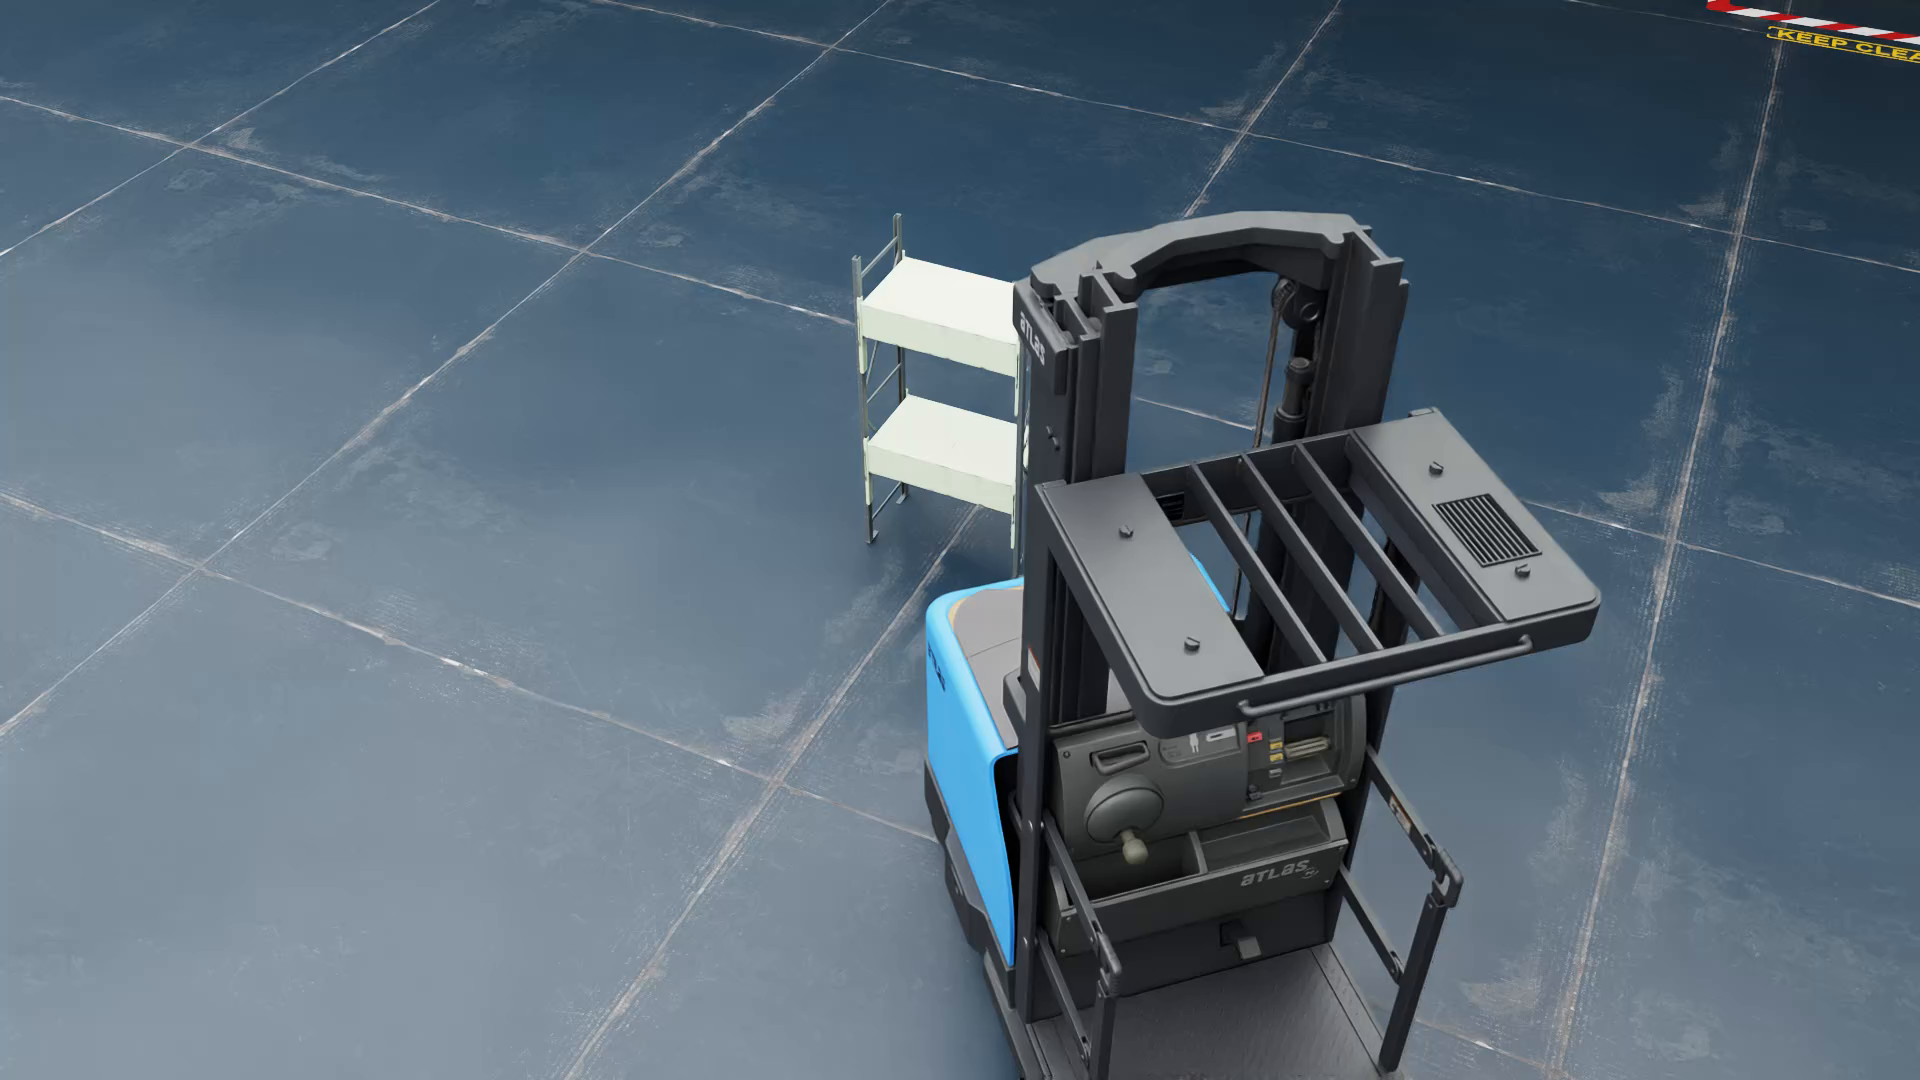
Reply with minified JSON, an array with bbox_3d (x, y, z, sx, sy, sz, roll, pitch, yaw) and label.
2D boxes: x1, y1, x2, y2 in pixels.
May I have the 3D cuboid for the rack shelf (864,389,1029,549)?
[{"bbox_3d":[-0.006,-0.322,7.358,0.720,0.370,0.431,17,44,19],"label":"rack shelf"}]

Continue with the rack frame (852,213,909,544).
[{"bbox_3d":[-0.338,-0.670,7.262,0.023,1.500,0.400,17,44,19],"label":"rack frame"}]

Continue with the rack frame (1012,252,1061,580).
[{"bbox_3d":[0.326,-0.467,7.028,0.023,1.500,0.400,17,44,19],"label":"rack frame"}]

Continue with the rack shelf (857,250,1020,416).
[{"bbox_3d":[-0.006,-0.863,6.889,0.720,0.370,0.431,17,44,19],"label":"rack shelf"}]

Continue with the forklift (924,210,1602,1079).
[{"bbox_3d":[0.785,0.730,4.553,1.130,2.935,3.031,-11,42,-13],"label":"forklift"}]

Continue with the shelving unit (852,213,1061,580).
[{"bbox_3d":[-0.006,-0.569,7.145,0.755,1.500,0.431,17,44,19],"label":"shelving unit"}]
